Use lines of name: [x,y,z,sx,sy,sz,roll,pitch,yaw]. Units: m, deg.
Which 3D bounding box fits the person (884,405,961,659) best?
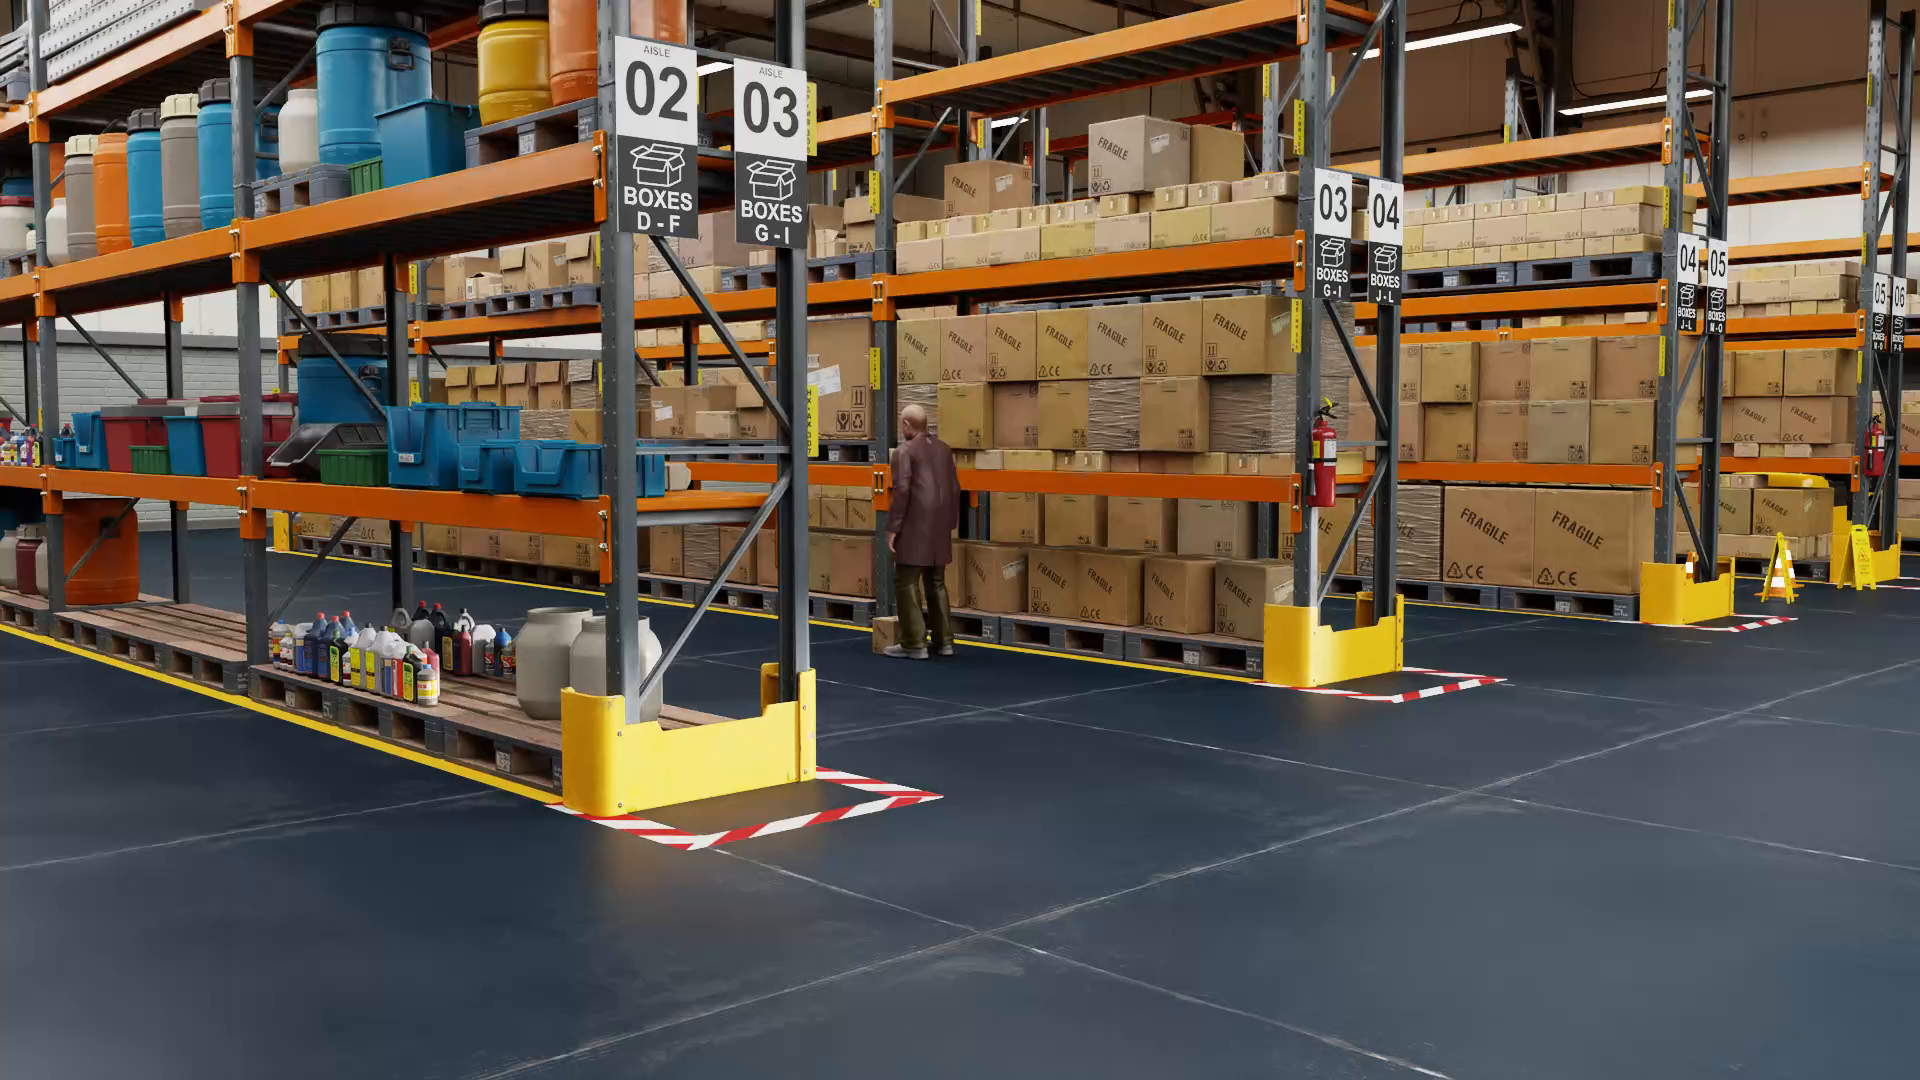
person: [-0.273,-0.063,11.686,0.640,1.773,0.426,-4,5,-44]
